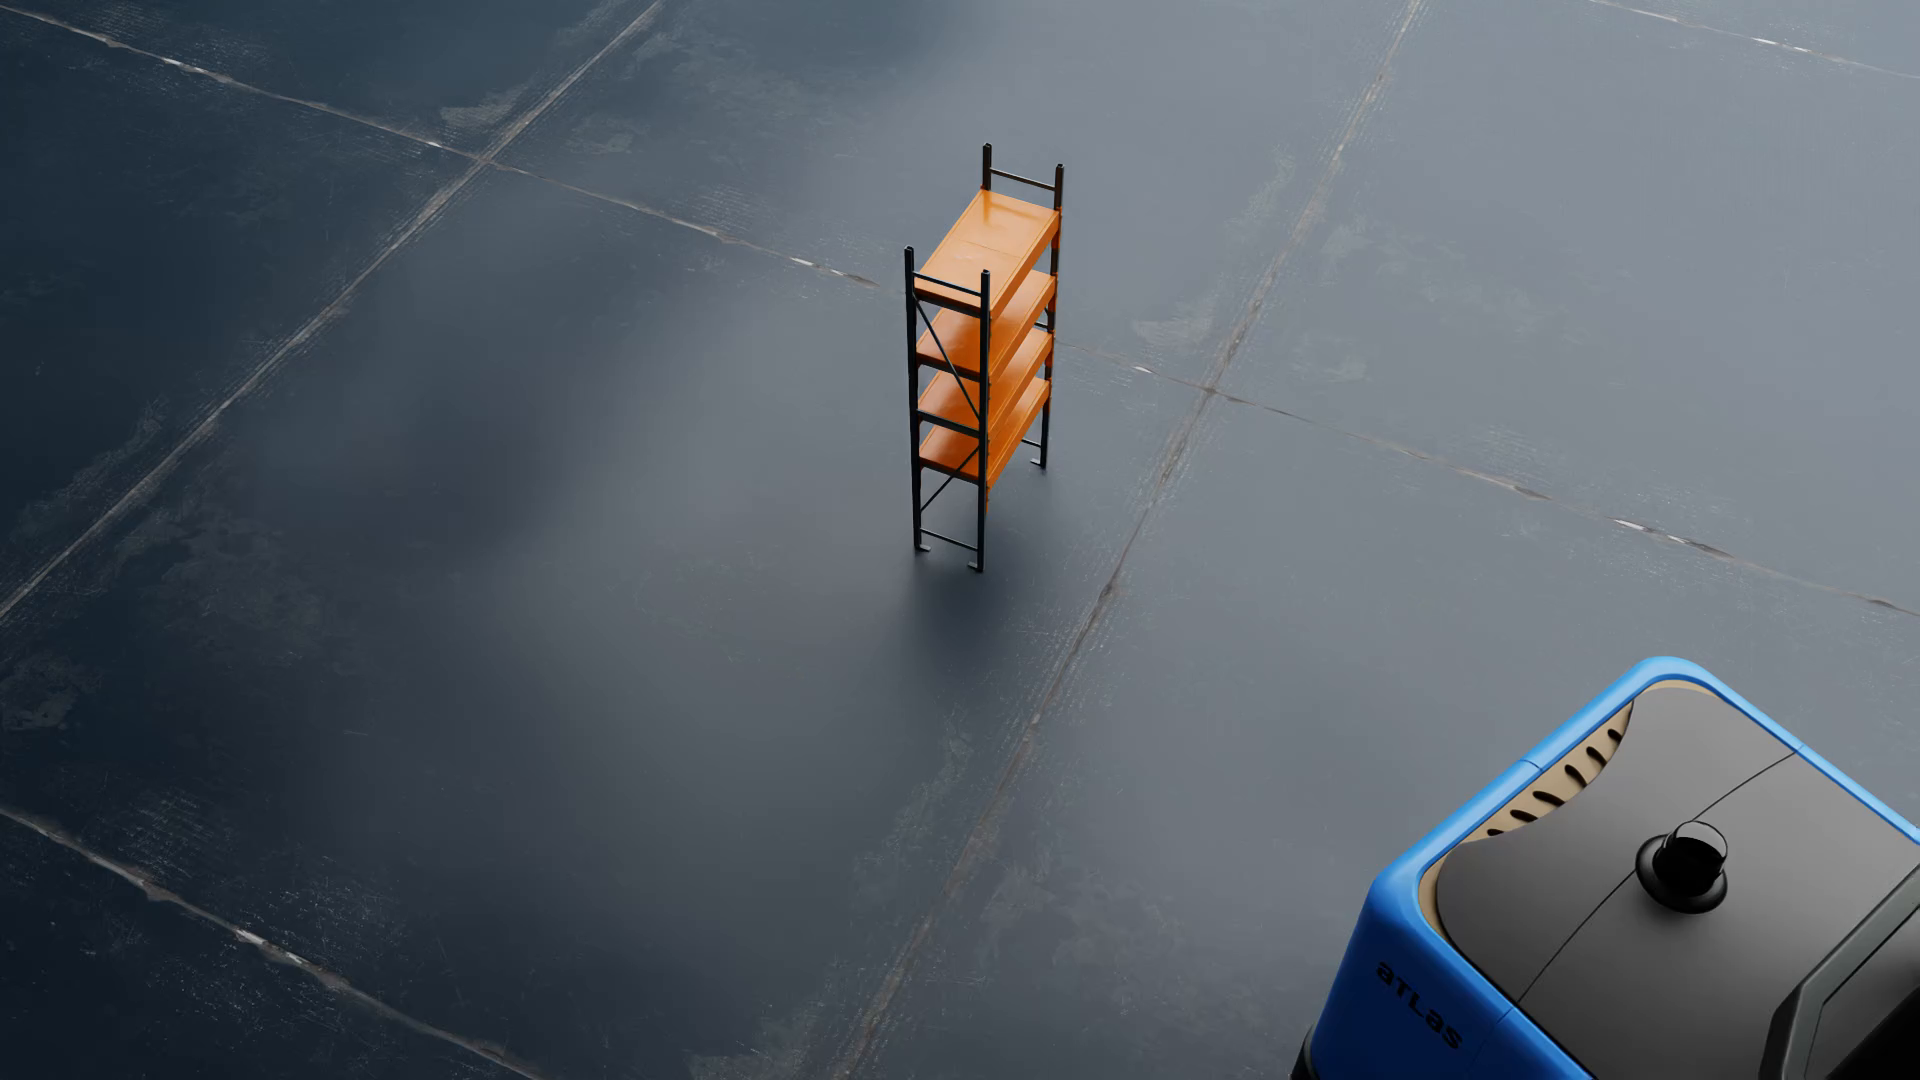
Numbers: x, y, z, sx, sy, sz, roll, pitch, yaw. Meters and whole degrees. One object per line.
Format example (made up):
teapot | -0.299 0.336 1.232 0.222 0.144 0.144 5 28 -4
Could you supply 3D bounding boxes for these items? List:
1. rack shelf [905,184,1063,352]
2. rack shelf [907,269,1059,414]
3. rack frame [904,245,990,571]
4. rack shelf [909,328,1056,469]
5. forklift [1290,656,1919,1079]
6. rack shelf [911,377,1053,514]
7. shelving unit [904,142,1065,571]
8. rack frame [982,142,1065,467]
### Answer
rack shelf | 0.071 -0.757 4.591 0.258 0.148 0.480 20 52 16
rack shelf | 0.071 -0.604 4.771 0.258 0.148 0.480 20 52 16
rack frame | -0.033 -0.335 4.747 0.240 1.200 0.015 20 52 16
rack shelf | 0.071 -0.459 4.941 0.258 0.148 0.480 20 52 16
forklift | 2.100 1.084 2.403 1.130 2.935 3.031 -31 56 -24
rack shelf | 0.071 -0.331 5.092 0.258 0.148 0.480 20 52 16
shelving unit | 0.071 -0.503 4.890 0.258 1.200 0.503 20 52 16
rack frame | 0.175 -0.671 5.033 0.240 1.200 0.015 20 52 16
